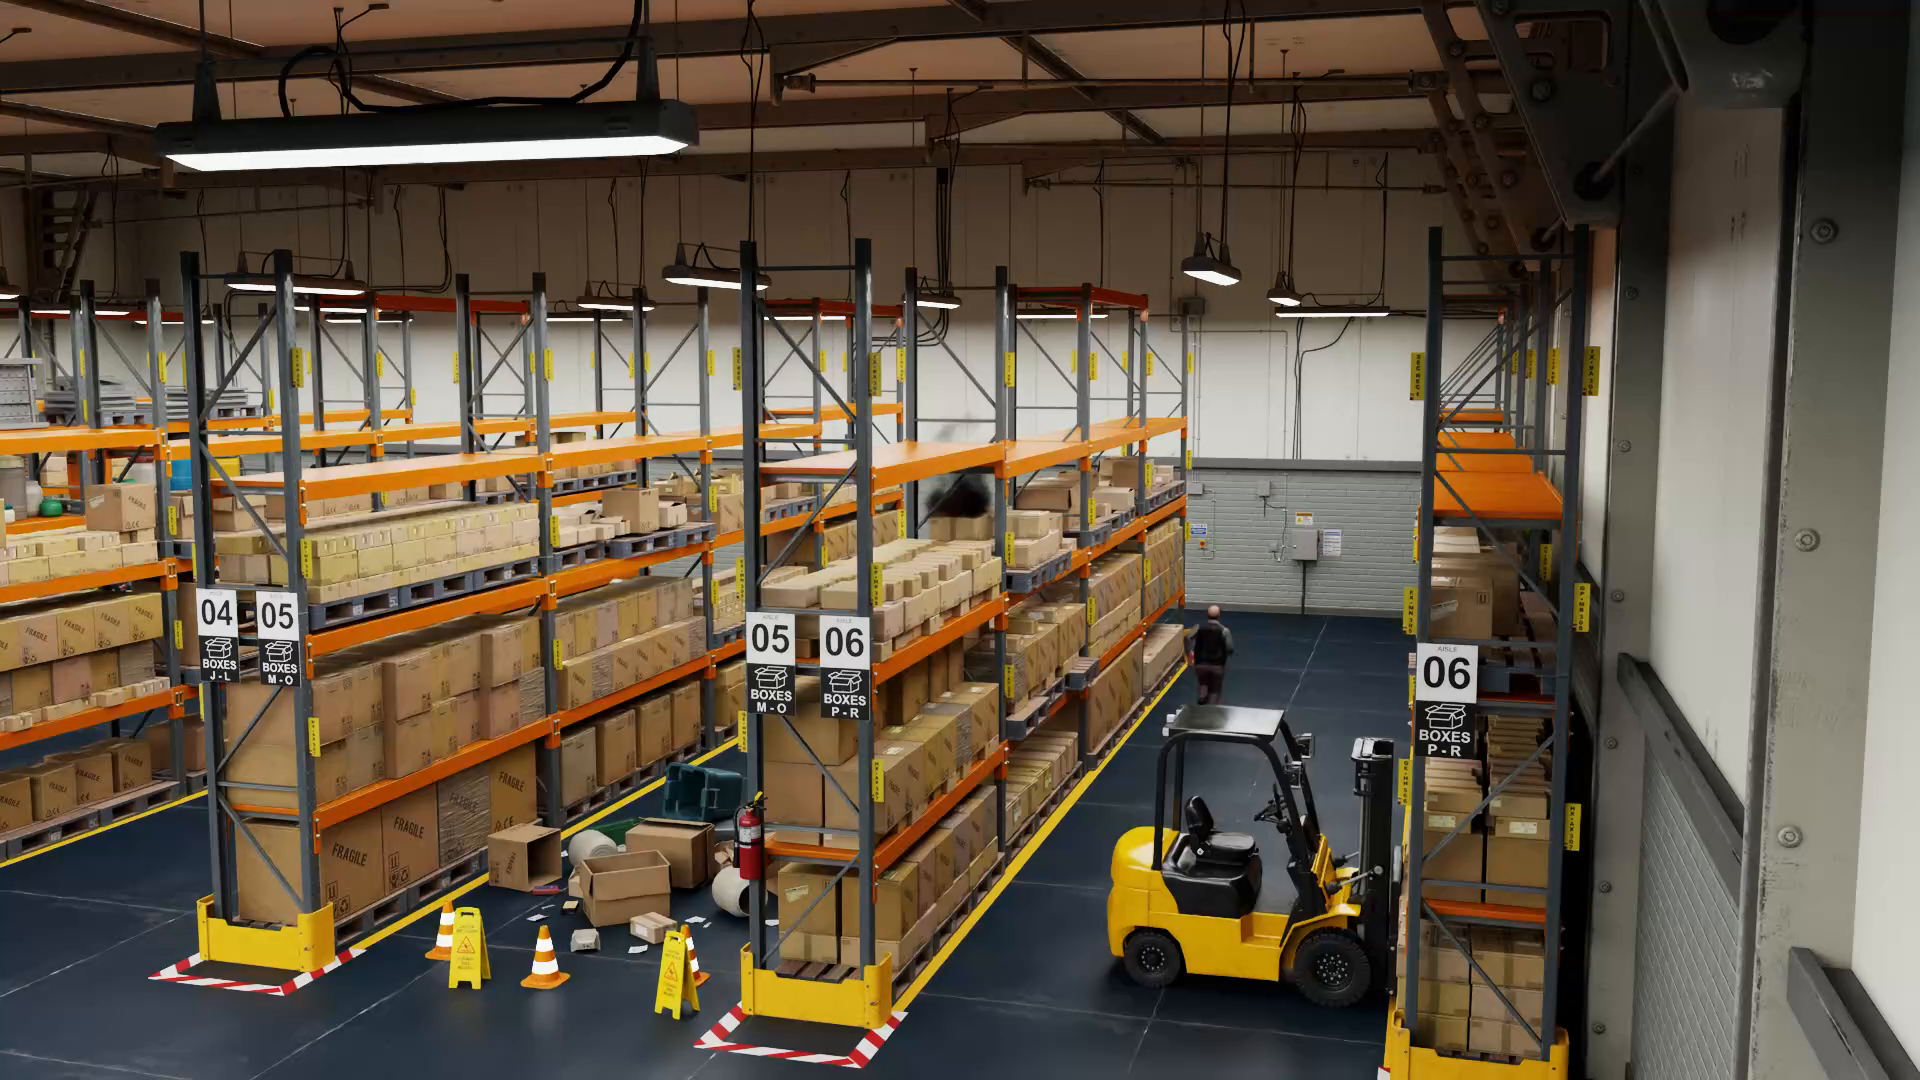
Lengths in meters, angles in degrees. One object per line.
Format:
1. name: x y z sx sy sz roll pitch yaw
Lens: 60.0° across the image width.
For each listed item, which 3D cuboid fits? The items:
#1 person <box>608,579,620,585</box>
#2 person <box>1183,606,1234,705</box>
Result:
1. person: -5.245 1.466 25.341 0.663 1.748 0.780 1 6 8
2. person: 3.491 1.745 23.220 0.684 1.686 0.614 3 7 21
